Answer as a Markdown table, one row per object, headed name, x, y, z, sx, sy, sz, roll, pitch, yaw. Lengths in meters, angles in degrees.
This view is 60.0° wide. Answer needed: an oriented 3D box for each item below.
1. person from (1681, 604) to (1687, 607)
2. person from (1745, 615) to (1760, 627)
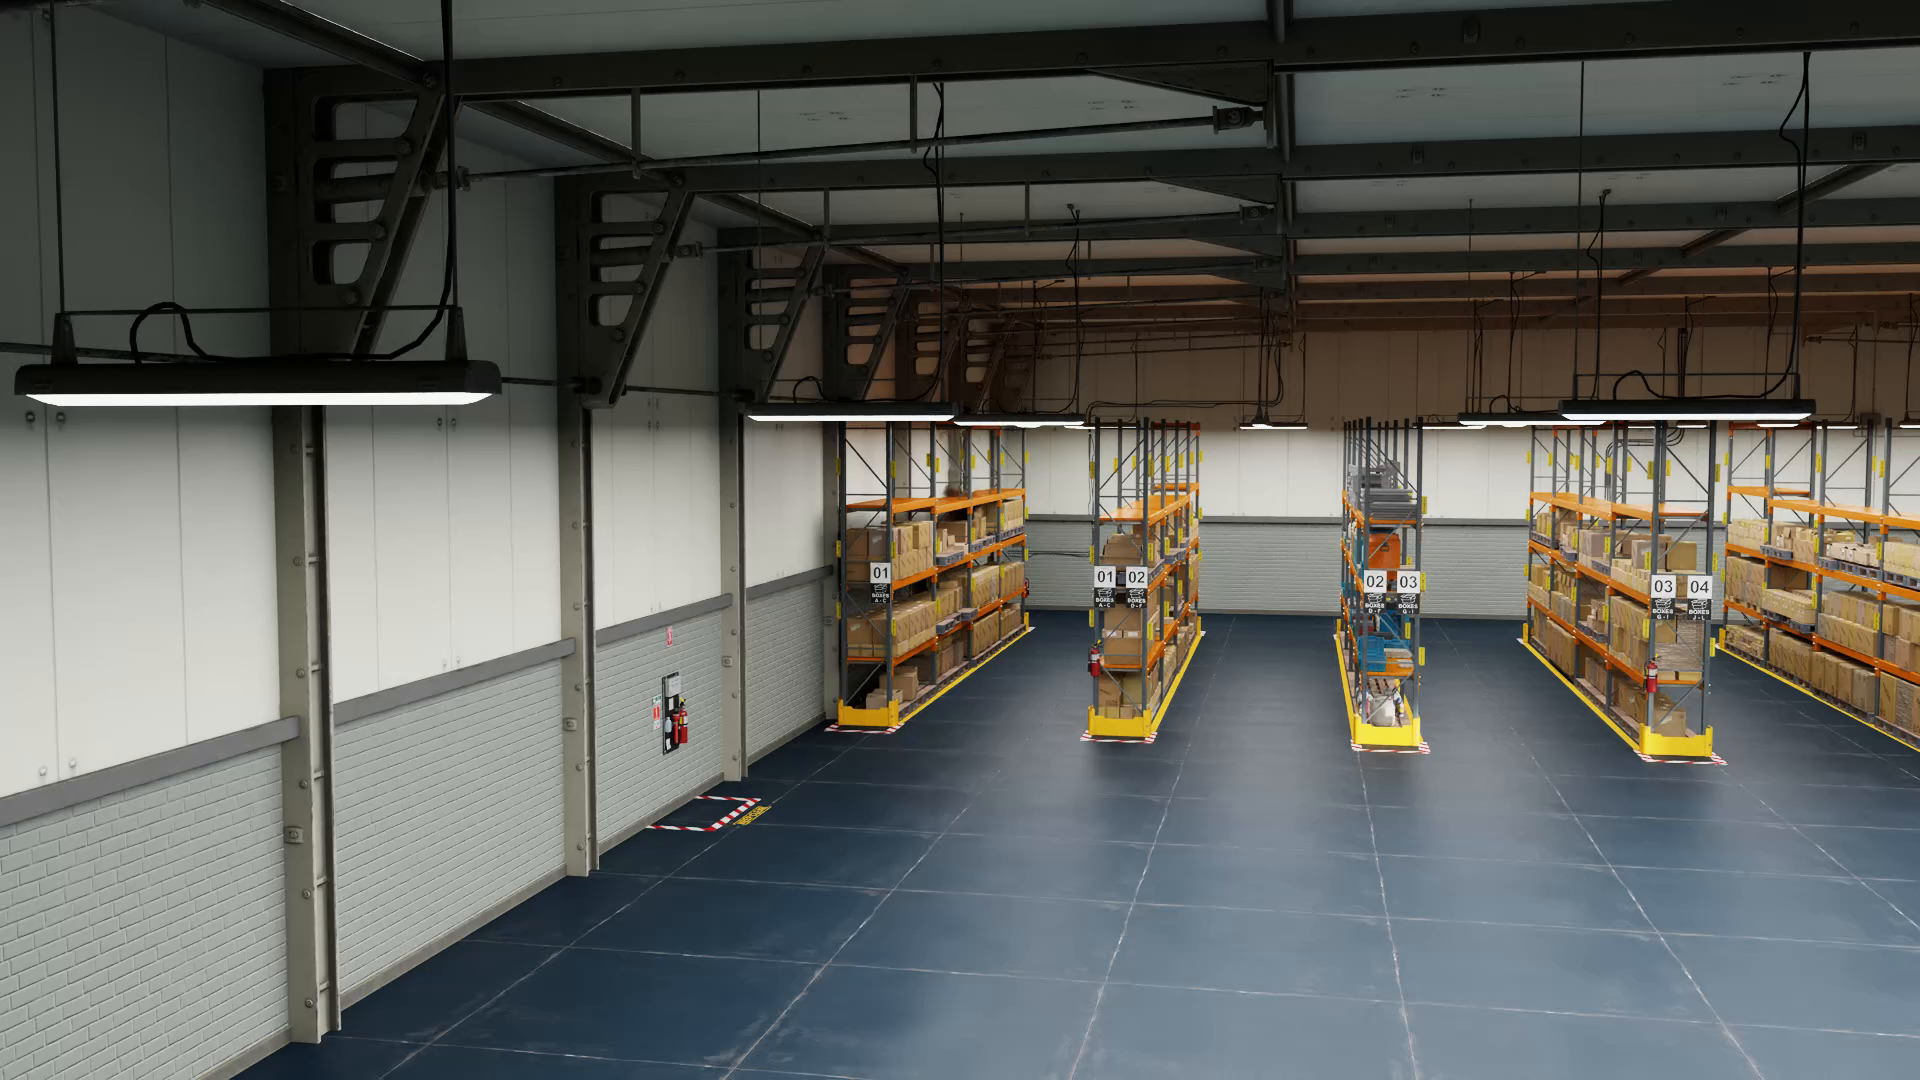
| name | x | y | z | sx | sy | sz | roll | pitch | yaw |
| --- | --- | --- | --- | --- | --- | --- | --- | --- | --- |
| person | 18.858 | 2.077 | 43.115 | 0.558 | 1.747 | 0.855 | 1 | 4 | 11 |
| person | 21.752 | 1.982 | 45.469 | 0.558 | 1.600 | 0.574 | -1 | 4 | -11 |
